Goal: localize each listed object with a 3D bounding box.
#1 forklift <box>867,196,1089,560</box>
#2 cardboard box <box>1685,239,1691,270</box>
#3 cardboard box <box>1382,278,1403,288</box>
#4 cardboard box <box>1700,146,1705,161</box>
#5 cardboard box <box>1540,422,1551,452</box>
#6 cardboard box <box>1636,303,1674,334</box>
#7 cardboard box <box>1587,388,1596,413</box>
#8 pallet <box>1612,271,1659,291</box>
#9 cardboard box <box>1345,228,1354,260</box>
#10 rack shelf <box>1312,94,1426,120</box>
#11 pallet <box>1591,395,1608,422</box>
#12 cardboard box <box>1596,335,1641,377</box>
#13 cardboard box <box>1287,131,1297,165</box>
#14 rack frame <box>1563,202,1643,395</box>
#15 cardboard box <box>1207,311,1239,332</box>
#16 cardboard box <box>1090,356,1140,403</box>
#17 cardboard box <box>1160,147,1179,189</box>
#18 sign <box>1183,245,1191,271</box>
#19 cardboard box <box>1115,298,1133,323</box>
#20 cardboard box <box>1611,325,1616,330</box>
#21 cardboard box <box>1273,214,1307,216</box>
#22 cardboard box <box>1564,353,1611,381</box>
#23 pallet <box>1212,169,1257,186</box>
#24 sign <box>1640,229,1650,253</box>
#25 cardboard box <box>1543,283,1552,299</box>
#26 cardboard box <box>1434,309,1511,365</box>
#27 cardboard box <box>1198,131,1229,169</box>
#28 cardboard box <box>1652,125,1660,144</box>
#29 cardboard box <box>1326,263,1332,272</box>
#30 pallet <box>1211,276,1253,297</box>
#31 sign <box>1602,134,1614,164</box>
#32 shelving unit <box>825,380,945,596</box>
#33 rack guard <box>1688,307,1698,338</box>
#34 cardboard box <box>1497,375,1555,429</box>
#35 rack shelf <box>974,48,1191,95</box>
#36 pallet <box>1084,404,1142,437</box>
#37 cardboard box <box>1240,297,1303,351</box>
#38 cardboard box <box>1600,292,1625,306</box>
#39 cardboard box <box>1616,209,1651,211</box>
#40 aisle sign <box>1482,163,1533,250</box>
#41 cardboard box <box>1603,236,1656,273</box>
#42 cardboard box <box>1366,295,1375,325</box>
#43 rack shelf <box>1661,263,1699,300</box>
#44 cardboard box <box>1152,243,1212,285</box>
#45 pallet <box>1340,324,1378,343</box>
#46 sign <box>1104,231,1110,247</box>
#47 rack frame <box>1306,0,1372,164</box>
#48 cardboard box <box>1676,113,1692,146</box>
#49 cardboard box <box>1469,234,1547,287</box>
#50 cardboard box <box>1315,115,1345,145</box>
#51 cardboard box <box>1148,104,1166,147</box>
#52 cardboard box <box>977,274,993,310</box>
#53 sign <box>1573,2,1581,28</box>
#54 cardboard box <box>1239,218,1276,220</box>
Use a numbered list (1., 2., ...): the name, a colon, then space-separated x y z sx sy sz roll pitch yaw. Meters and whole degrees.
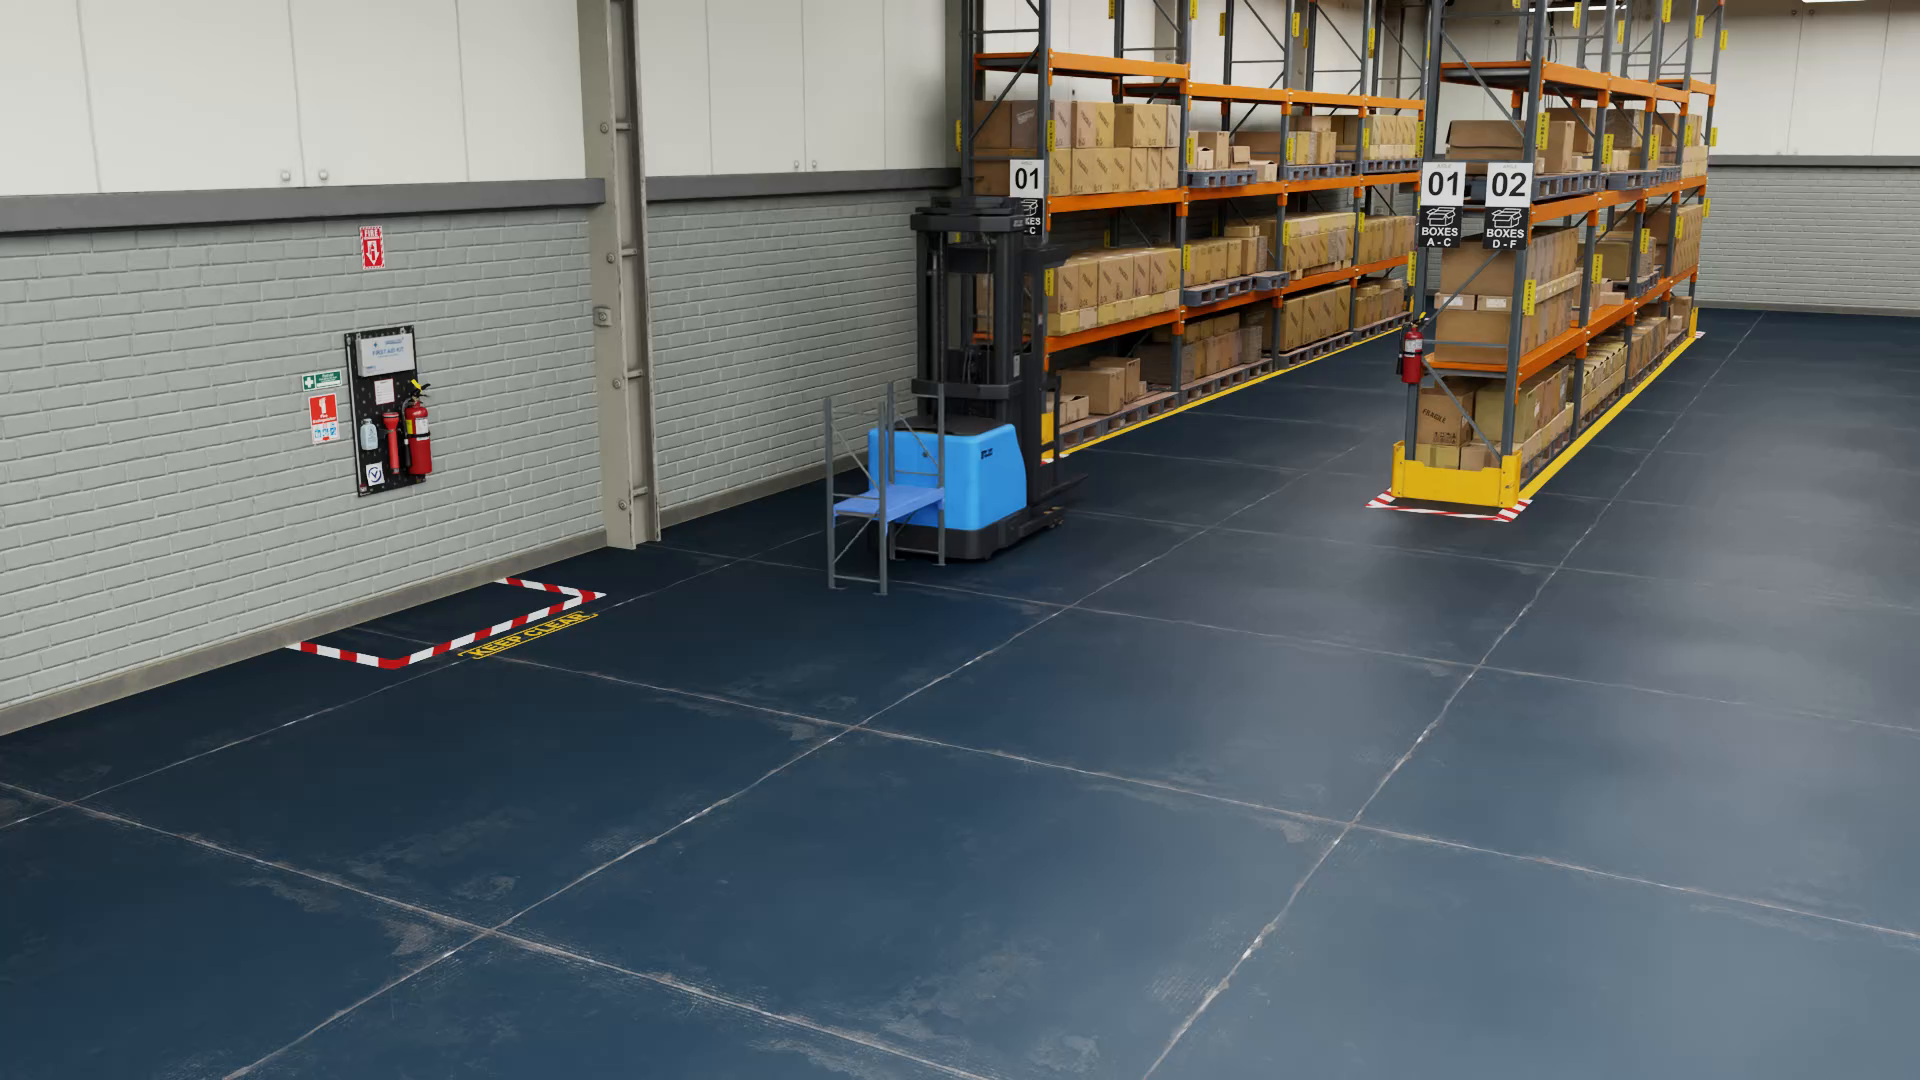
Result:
1. forklift: 0.308 -1.561 14.753 1.130 2.935 3.031 6 15 25
2. cardboard box: 11.838 -4.760 27.664 0.500 0.500 0.500 7 15 27
3. cardboard box: 8.062 -4.809 31.133 0.380 0.149 0.250 7 15 27
4. cardboard box: 12.287 -6.537 28.103 0.500 0.250 0.500 7 15 28
5. cardboard box: 5.999 -1.123 17.763 0.500 0.250 0.500 7 15 28
6. cardboard box: 11.523 -3.712 27.917 0.797 0.503 0.637 7 15 28
7. cardboard box: 7.412 -1.711 20.201 0.500 0.250 0.500 8 16 29
8. pallet: 9.622 -3.811 24.350 1.003 0.211 1.213 7 15 28
9. cardboard box: 6.279 -4.965 27.839 0.500 0.500 0.500 7 15 27
10. rack shelf: 7.248 -7.668 29.529 1.077 0.370 4.000 7 15 28
11. pallet: 7.663 -1.735 21.281 1.003 0.211 1.213 7 15 28
12. cardboard box: 9.156 -2.564 23.165 0.500 0.500 0.500 8 16 30
13. cardboard box: 4.742 -6.006 25.496 0.700 0.500 0.500 6 15 25
14. rack frame: 8.686 -3.505 22.670 1.000 3.000 0.127 7 15 28
15. cardboard box: 3.715 -3.165 24.056 0.500 0.250 0.500 8 16 29
16. cardboard box: 1.947 -2.026 20.930 0.500 0.500 0.500 6 15 24
17. cardboard box: 2.385 -4.629 20.677 0.500 0.500 0.500 8 16 30
18. sign: 2.893 -3.605 21.241 0.100 0.325 0.005 7 15 28
19. cardboard box: 1.730 -2.740 19.777 0.500 0.250 0.500 8 15 29
20. cardboard box: 9.431 -2.936 24.708 0.500 0.500 0.500 7 15 26
21. cardboard box: 5.346 -5.177 27.116 0.500 0.250 0.500 7 15 26
22. cardboard box: 7.912 -2.196 21.017 0.500 0.311 0.500 8 16 30
23. pallet: 3.304 -4.939 22.621 1.213 0.211 1.003 7 15 28
24. sign: 9.173 -4.005 22.277 0.100 0.325 0.005 7 15 28
25. cardboard box: 5.941 -2.599 17.315 0.380 0.149 0.250 8 15 29
26. cardboard box: 5.055 -2.006 16.242 0.700 0.500 0.500 7 15 28
27. cardboard box: 3.345 -5.312 22.656 0.500 0.500 0.500 7 15 26
28. cardboard box: 10.008 -5.850 24.677 0.600 0.600 0.600 7 15 27
29. cardboard box: 5.847 -4.466 27.151 0.380 0.149 0.250 7 15 28
30. pallet: 3.427 -3.561 23.314 1.003 0.211 1.213 7 15 28
31. sign: 7.239 -4.369 18.585 0.100 0.325 0.005 7 15 28
32. shelving unit: -0.575 -0.434 13.133 0.538 1.500 1.048 6 15 25
33. rack guard: 12.517 -3.915 29.707 1.175 0.500 0.348 7 15 28
34. cardboard box: 6.000 -1.488 17.674 0.500 0.500 0.500 7 15 28
35. rack shelf: 1.447 -5.399 19.271 1.077 0.370 4.000 7 15 28
36. pallet: 1.532 -1.496 20.288 1.003 0.211 1.213 7 15 28
37. cardboard box: 4.818 -3.360 25.762 0.750 0.750 0.750 7 15 27
38. cardboard box: 8.493 -3.167 21.805 0.380 0.149 0.250 7 15 28
39. cardboard box: 10.883 -5.098 26.935 0.500 0.500 0.500 7 15 27
40. aisle sign: 5.055 -3.079 15.358 0.394 0.787 0.004 7 15 28
41. cardboard box: 9.820 -4.209 24.481 0.700 0.500 0.500 3 14 14
42. cardboard box: 6.978 -4.119 29.657 0.700 0.500 0.500 7 15 27
43. rack shelf: 11.586 -4.386 27.861 1.077 0.370 4.000 7 15 28
44. cardboard box: 2.966 -3.721 22.417 0.700 0.500 0.500 9 16 34
45. pallet: 6.717 -3.677 29.336 1.003 0.211 1.213 7 15 28
46. sign: 1.926 -3.869 21.713 0.100 0.325 0.005 7 15 28
47. rack frame: 6.281 -7.802 27.696 1.000 3.000 0.127 7 15 28
48. cardboard box: 11.187 -6.509 26.385 0.700 0.500 0.500 7 15 28
49. cardboard box: 5.573 -2.860 17.014 0.700 0.500 0.500 7 15 28
50. cardboard box: 6.415 -7.058 28.620 0.500 0.500 0.500 7 15 28
51. cardboard box: 2.152 -4.999 20.081 0.500 0.500 0.500 8 16 31
52. cardboard box: 0.522 -2.846 18.615 0.500 0.500 0.500 7 15 27
53. sign: 8.206 -6.973 22.095 0.100 0.325 0.005 7 15 28
54. cardboard box: 4.593 -4.861 25.805 0.500 0.250 0.500 7 15 26
